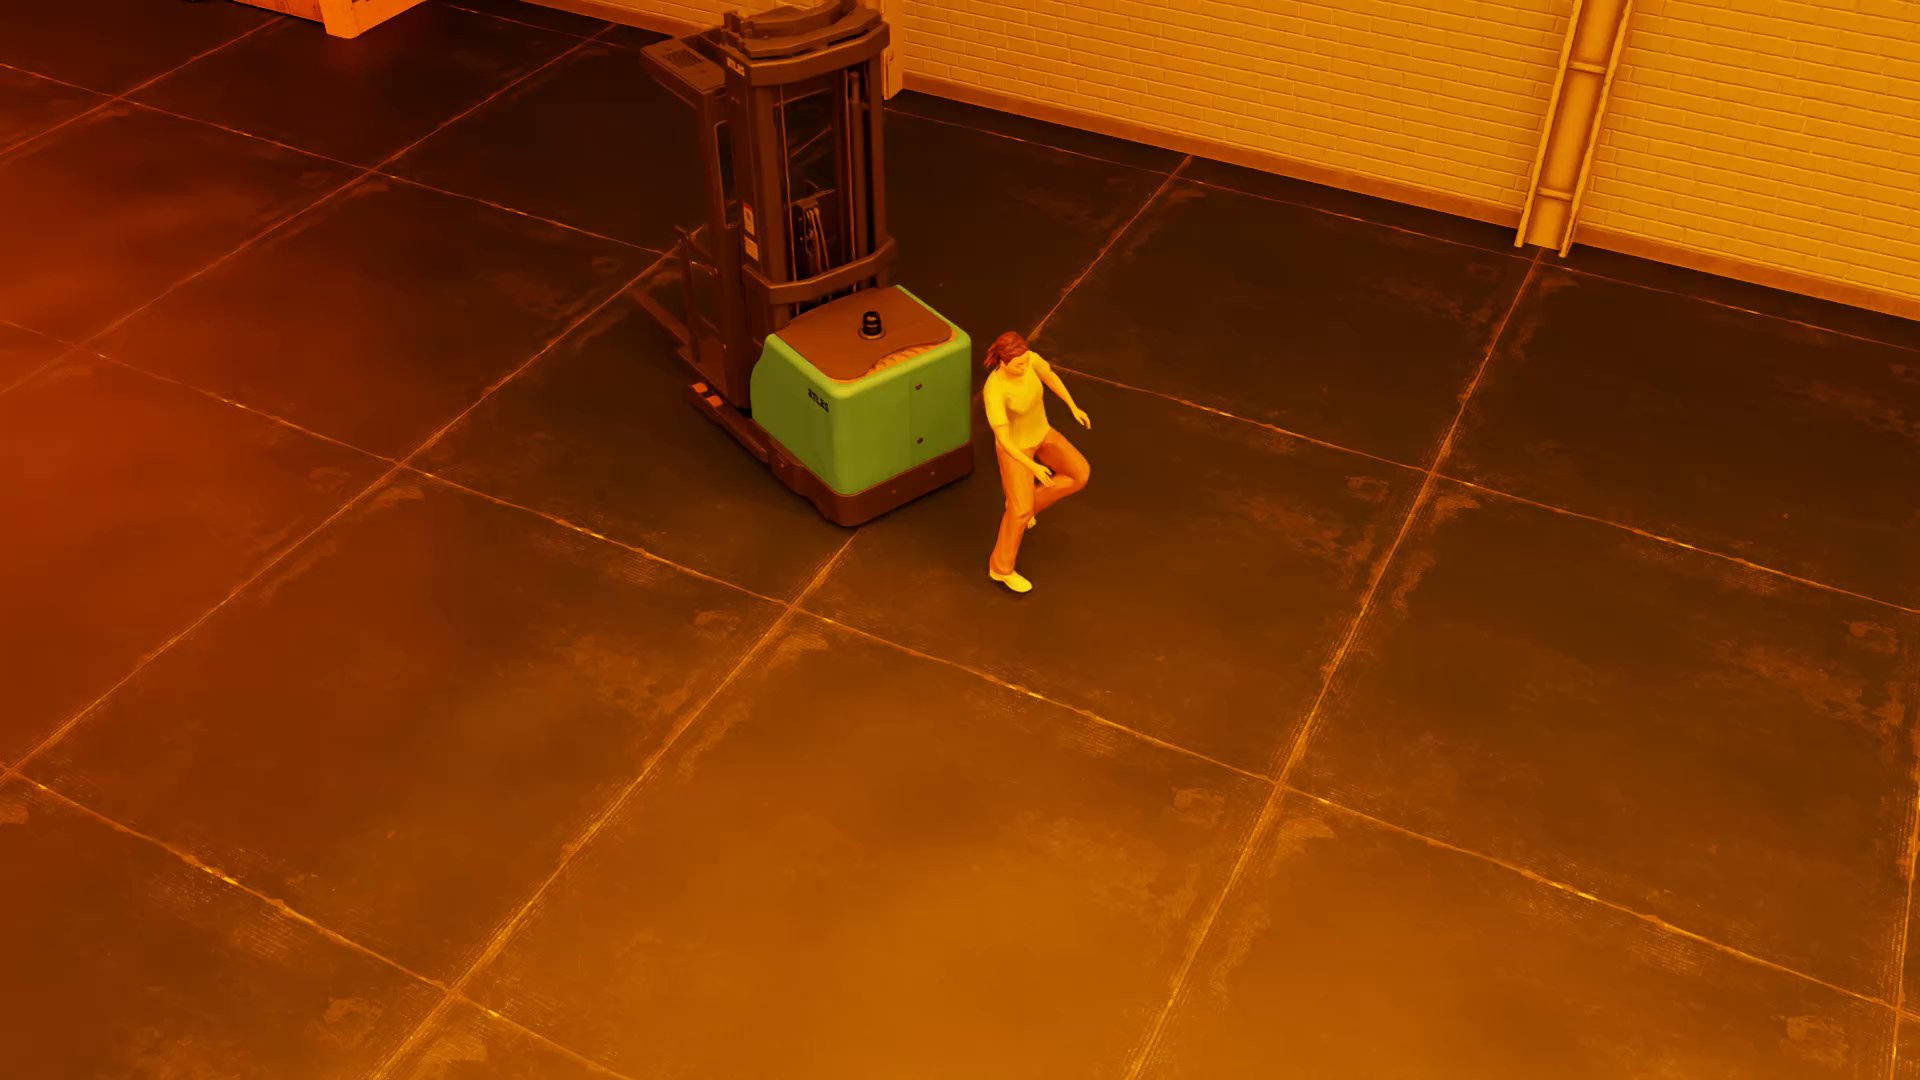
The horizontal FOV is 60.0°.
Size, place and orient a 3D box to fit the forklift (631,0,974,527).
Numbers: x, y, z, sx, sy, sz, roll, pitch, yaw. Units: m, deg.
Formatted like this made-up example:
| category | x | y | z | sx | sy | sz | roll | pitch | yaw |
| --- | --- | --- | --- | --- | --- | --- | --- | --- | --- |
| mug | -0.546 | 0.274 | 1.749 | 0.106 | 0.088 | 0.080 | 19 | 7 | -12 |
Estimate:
| category | x | y | z | sx | sy | sz | roll | pitch | yaw |
| --- | --- | --- | --- | --- | --- | --- | --- | --- | --- |
| forklift | -1.206 | -2.100 | 10.480 | 1.130 | 2.935 | 3.031 | -26 | 47 | -28 |

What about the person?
| category | x | y | z | sx | sy | sz | roll | pitch | yaw |
| --- | --- | --- | --- | --- | --- | --- | --- | --- | --- |
| person | 0.428 | -0.523 | 9.705 | 0.689 | 1.512 | 0.760 | 33 | 50 | 33 |
